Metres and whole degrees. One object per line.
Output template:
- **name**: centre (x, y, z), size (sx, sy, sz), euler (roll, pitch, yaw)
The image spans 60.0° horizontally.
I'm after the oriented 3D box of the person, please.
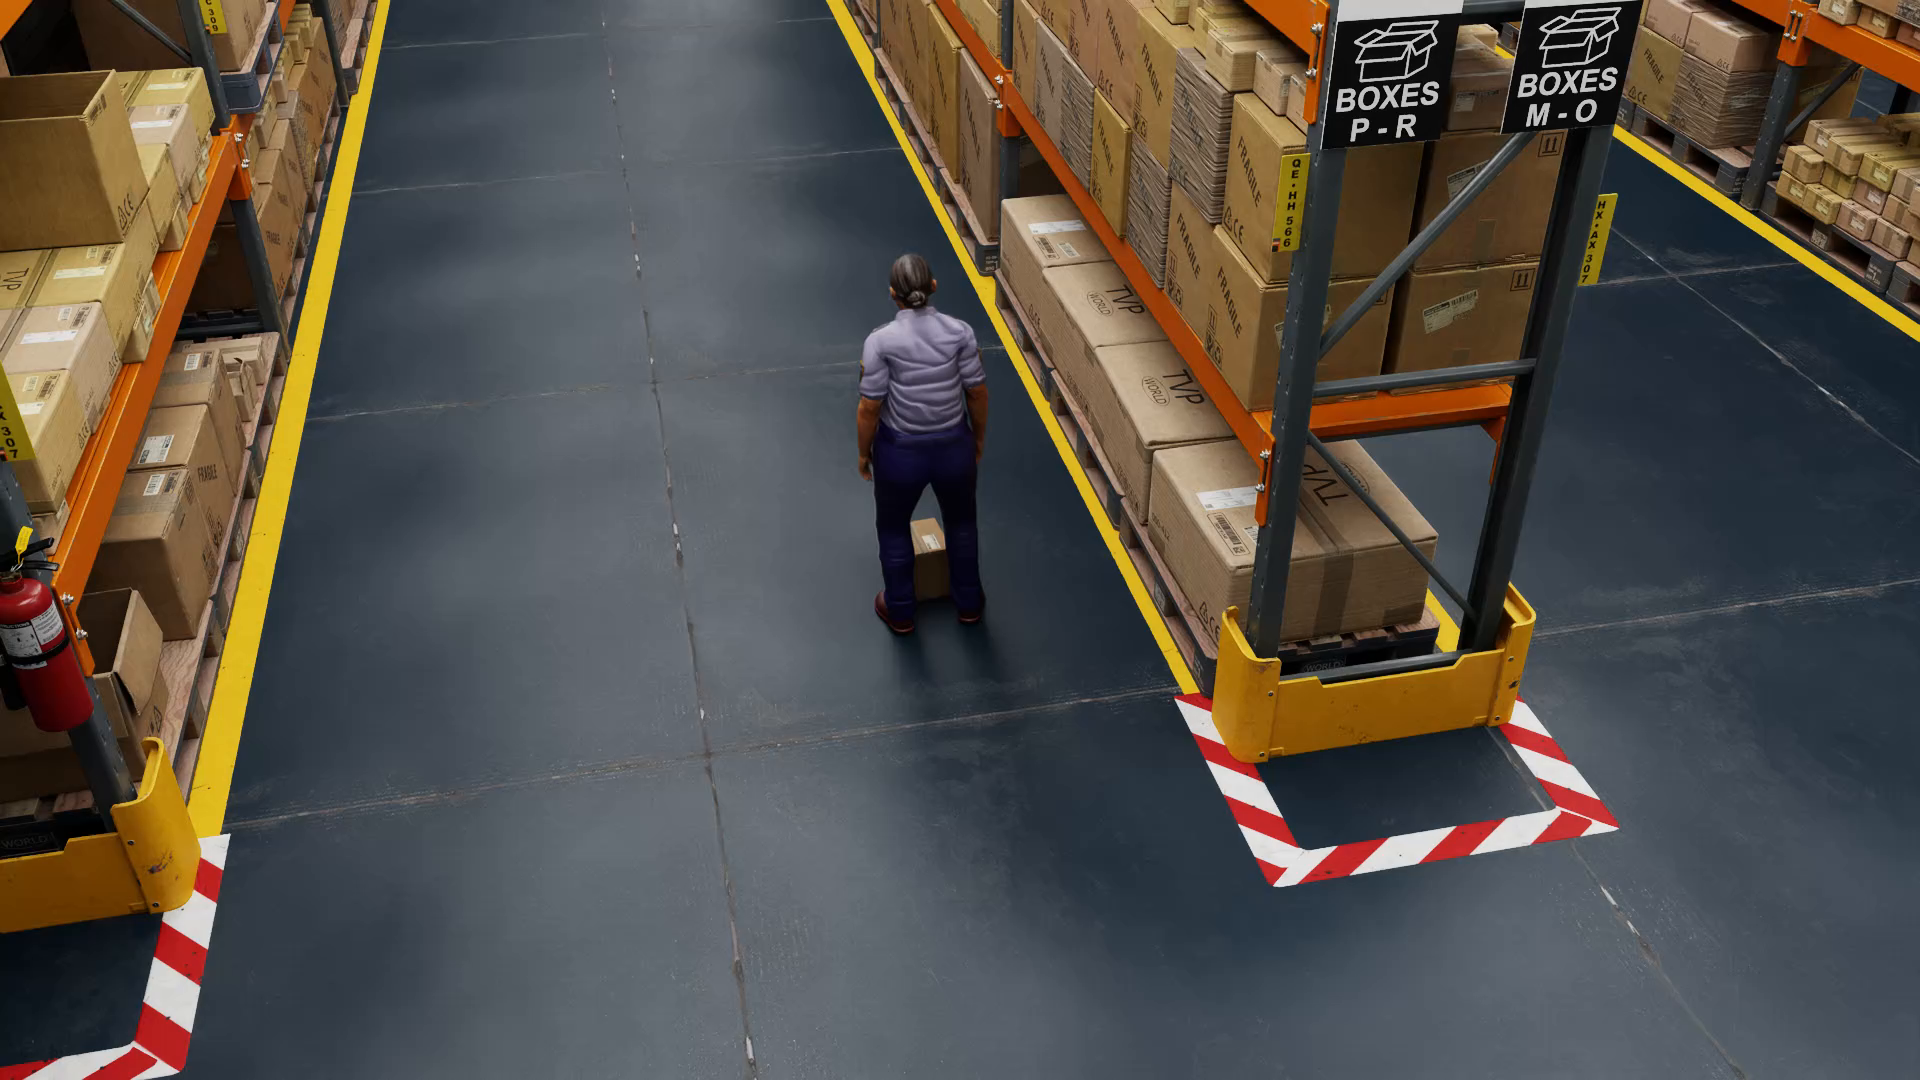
- **person**: centre (-0.139, -0.353, 6.662), size (0.547, 1.651, 0.367), euler (-8, 35, -11)
